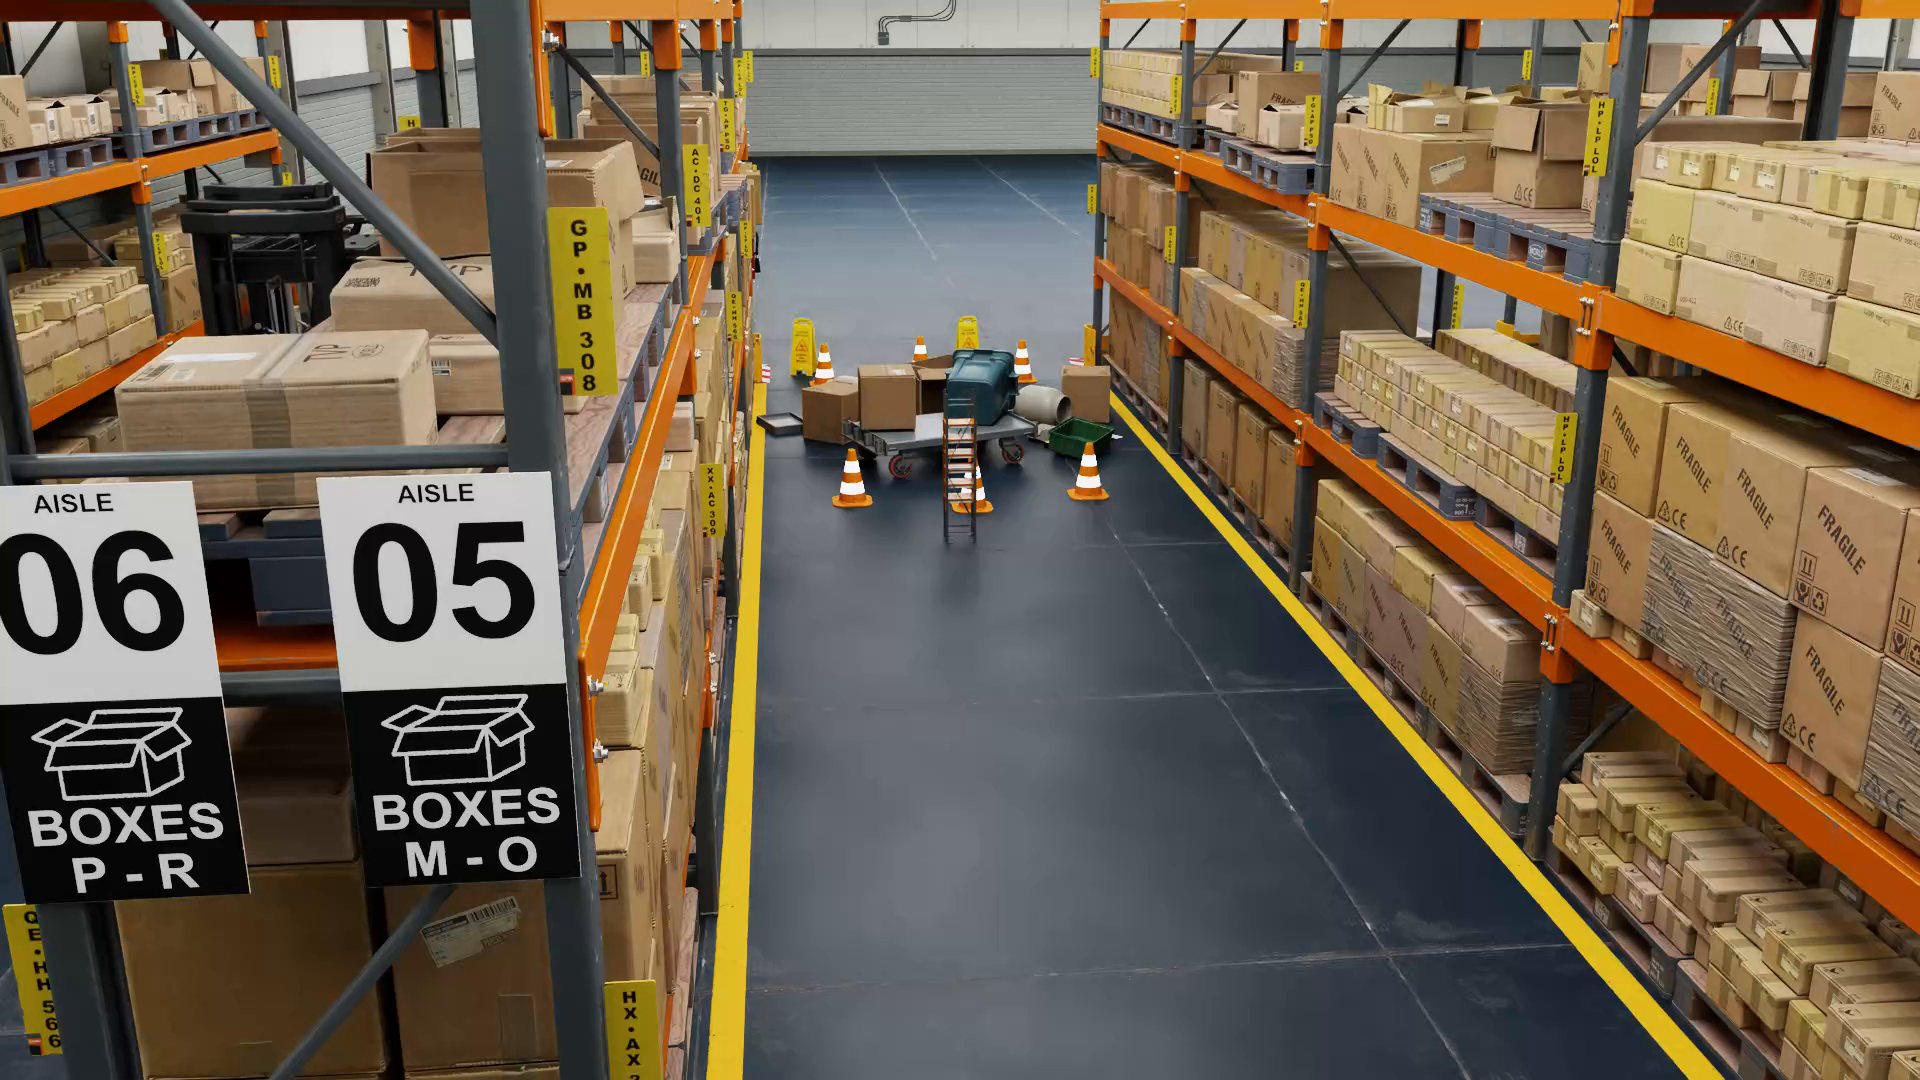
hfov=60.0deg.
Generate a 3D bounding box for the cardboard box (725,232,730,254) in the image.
[{"bbox_3d":[-2.034,-2.367,13.260,0.380,0.149,0.250,-3,18,-8],"label":"cardboard box"}]

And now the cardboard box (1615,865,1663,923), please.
[{"bbox_3d":[3.120,1.547,7.301,0.380,0.149,0.250,-2,18,-6],"label":"cardboard box"}]

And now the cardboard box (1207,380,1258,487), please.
[{"bbox_3d":[2.721,-0.924,14.167,1.050,0.750,0.750,-2,18,-6],"label":"cardboard box"}]

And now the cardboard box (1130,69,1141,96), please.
[{"bbox_3d":[2.011,-4.605,16.716,0.500,0.250,0.500,-2,18,-6],"label":"cardboard box"}]

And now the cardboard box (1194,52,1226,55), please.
[{"bbox_3d":[2.562,-4.929,17.083,0.380,0.149,0.250,-2,18,-6],"label":"cardboard box"}]

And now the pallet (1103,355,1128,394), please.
[{"bbox_3d":[2.219,-1.892,18.852,1.003,0.211,1.213,-2,18,-6],"label":"pallet"}]

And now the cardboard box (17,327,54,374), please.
[{"bbox_3d":[-6.855,-1.350,11.885,0.500,0.250,0.500,-2,18,-7],"label":"cardboard box"}]

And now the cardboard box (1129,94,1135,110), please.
[{"bbox_3d":[1.933,-4.454,16.900,0.380,0.149,0.250,-2,18,-5],"label":"cardboard box"}]

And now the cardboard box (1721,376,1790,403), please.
[{"bbox_3d":[3.614,-0.418,7.168,0.500,0.500,0.500,-2,18,-8],"label":"cardboard box"}]

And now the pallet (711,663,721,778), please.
[{"bbox_3d":[-1.900,1.038,9.517,1.003,0.211,1.213,-2,18,-6],"label":"pallet"}]

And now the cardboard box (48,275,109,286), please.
[{"bbox_3d":[-7.105,-2.041,13.419,0.380,0.149,0.250,-2,18,-6],"label":"cardboard box"}]

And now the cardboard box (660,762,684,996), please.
[{"bbox_3d":[-1.082,0.990,4.849,0.500,0.500,0.500,-2,18,-6],"label":"cardboard box"}]

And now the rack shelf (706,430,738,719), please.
[{"bbox_3d":[-1.823,0.047,9.220,1.077,0.370,4.000,-2,18,-6],"label":"rack shelf"}]

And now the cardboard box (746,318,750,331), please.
[{"bbox_3d":[-2.272,-2.096,16.399,0.380,0.149,0.250,-1,17,-2],"label":"cardboard box"}]

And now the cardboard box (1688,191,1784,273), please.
[{"bbox_3d":[3.155,-1.182,6.342,0.500,0.250,0.500,-2,18,-6],"label":"cardboard box"}]

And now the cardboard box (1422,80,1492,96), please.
[{"bbox_3d":[3.184,-2.806,10.656,0.396,0.266,0.258,-2,18,-6],"label":"cardboard box"}]

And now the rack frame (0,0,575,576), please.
[{"bbox_3d":[-1.204,-1.371,2.520,1.000,3.000,0.127,-2,18,-6],"label":"rack frame"}]

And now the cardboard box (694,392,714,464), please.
[{"bbox_3d":[-1.376,-0.365,7.495,0.500,0.500,0.500,-2,17,-5],"label":"cardboard box"}]

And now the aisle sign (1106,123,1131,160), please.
[{"bbox_3d":[1.753,-4.711,18.834,0.394,0.787,0.004,-2,18,-6],"label":"aisle sign"}]

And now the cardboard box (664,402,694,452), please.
[{"bbox_3d":[-1.268,-0.452,6.691,0.380,0.149,0.250,-2,18,-7],"label":"cardboard box"}]

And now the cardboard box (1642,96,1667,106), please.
[{"bbox_3d":[7.039,-4.343,16.579,0.380,0.149,0.250,-1,17,-4],"label":"cardboard box"}]

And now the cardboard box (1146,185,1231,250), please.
[{"bbox_3d":[2.296,-3.125,16.069,0.875,0.550,0.550,-2,18,-6],"label":"cardboard box"}]

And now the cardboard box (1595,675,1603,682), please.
[{"bbox_3d":[3.483,0.523,8.724,0.500,0.250,0.500,-3,18,-8],"label":"cardboard box"}]

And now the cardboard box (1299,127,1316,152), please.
[{"bbox_3d":[2.604,-2.814,11.648,0.380,0.166,0.250,-2,18,-6],"label":"cardboard box"}]

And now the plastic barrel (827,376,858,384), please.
[{"bbox_3d":[-1.135,-1.478,17.177,0.512,0.421,0.421,11,21,32],"label":"plastic barrel"}]

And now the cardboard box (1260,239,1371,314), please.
[{"bbox_3d":[2.739,-2.037,12.822,0.700,0.500,0.500,-2,18,-6],"label":"cardboard box"}]

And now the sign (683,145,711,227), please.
[{"bbox_3d":[-1.064,-1.433,6.732,0.100,0.325,0.005,-2,18,-6],"label":"sign"}]

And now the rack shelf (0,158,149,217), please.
[{"bbox_3d":[-7.172,-2.421,12.075,1.077,0.370,4.000,-2,18,-6],"label":"rack shelf"}]

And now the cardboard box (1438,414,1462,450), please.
[{"bbox_3d":[2.920,-0.611,9.336,0.380,0.149,0.250,-2,18,-5],"label":"cardboard box"}]

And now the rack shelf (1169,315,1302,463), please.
[{"bbox_3d":[2.678,-1.328,13.599,1.077,0.370,4.000,-2,18,-6],"label":"rack shelf"}]

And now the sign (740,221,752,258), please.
[{"bbox_3d":[-1.890,-2.654,14.691,0.100,0.325,0.005,-2,18,-6],"label":"sign"}]

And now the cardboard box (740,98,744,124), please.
[{"bbox_3d":[-2.370,-4.178,16.223,0.500,0.250,0.500,-2,18,-5],"label":"cardboard box"}]

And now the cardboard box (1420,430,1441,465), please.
[{"bbox_3d":[2.894,-0.543,9.618,0.380,0.149,0.250,-2,18,-7],"label":"cardboard box"}]

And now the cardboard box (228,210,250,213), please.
[{"bbox_3d":[-7.345,-3.220,16.678,0.380,0.149,0.250,-1,17,-4],"label":"cardboard box"}]

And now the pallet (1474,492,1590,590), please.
[{"bbox_3d":[3.363,-0.024,8.566,1.003,0.211,1.213,-2,18,-6],"label":"pallet"}]

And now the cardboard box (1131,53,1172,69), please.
[{"bbox_3d":[1.934,-4.834,16.779,0.380,0.149,0.250,-2,17,-5],"label":"cardboard box"}]

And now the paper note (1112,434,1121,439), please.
[{"bbox_3d":[1.502,-1.023,16.383,0.142,0.020,0.147,16,24,42],"label":"paper note"}]

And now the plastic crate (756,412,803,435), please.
[{"bbox_3d":[-1.788,-1.184,16.814,0.402,0.080,0.583,-8,19,-25],"label":"plastic crate"}]

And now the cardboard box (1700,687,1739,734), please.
[{"bbox_3d":[3.164,0.642,6.544,0.380,0.149,0.250,-1,17,-5],"label":"cardboard box"}]

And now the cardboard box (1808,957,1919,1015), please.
[{"bbox_3d":[3.317,1.645,5.994,0.380,0.149,0.250,-2,18,-7],"label":"cardboard box"}]

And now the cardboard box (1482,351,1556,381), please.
[{"bbox_3d":[3.473,-1.075,10.319,0.380,0.149,0.250,-1,17,-4],"label":"cardboard box"}]

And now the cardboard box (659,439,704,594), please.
[{"bbox_3d":[-1.293,-0.093,6.629,0.500,0.500,0.500,-2,18,-6],"label":"cardboard box"}]

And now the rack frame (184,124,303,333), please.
[{"bbox_3d":[-7.791,-3.121,18.110,1.000,3.000,0.127,-2,18,-6],"label":"rack frame"}]

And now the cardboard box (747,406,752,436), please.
[{"bbox_3d":[-2.234,-1.156,15.742,0.500,0.250,0.500,-3,18,-8],"label":"cardboard box"}]

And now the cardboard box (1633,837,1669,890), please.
[{"bbox_3d":[3.192,1.397,7.282,0.380,0.149,0.250,-2,18,-6],"label":"cardboard box"}]

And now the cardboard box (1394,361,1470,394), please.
[{"bbox_3d":[2.847,-0.983,10.025,0.380,0.149,0.250,-1,17,-3],"label":"cardboard box"}]

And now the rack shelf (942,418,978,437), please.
[{"bbox_3d":[-0.002,-0.878,12.917,0.258,0.103,0.180,-2,18,-6],"label":"rack shelf"}]

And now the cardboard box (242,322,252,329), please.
[{"bbox_3d":[-7.313,-2.057,16.941,0.500,0.250,0.500,-2,17,-5],"label":"cardboard box"}]

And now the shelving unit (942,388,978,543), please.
[{"bbox_3d":[-0.002,-0.577,13.011,0.258,1.200,0.189,-2,18,-6],"label":"shelving unit"}]

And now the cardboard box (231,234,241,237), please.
[{"bbox_3d":[-7.320,-3.002,16.482,0.380,0.149,0.250,-2,18,-5],"label":"cardboard box"}]

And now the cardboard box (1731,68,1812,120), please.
[{"bbox_3d":[7.366,-3.927,14.798,0.797,0.503,0.637,-3,18,-8],"label":"cardboard box"}]

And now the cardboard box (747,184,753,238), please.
[{"bbox_3d":[-2.302,-3.041,15.523,0.700,0.500,0.500,-2,18,-5],"label":"cardboard box"}]

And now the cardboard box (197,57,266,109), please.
[{"bbox_3d":[-7.503,-4.723,17.172,0.500,0.500,0.500,-1,17,-4],"label":"cardboard box"}]

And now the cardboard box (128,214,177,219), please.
[{"bbox_3d":[-7.942,-3.123,16.370,0.380,0.149,0.250,-2,18,-7],"label":"cardboard box"}]

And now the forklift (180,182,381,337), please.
[{"bbox_3d":[-4.479,-1.009,11.498,1.130,2.935,3.031,-2,18,-5],"label":"forklift"}]

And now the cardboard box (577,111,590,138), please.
[{"bbox_3d":[-2.653,-3.157,12.766,0.500,0.250,0.500,-2,18,-6],"label":"cardboard box"}]

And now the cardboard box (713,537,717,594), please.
[{"bbox_3d":[-1.454,0.078,8.171,0.500,0.250,0.500,-2,18,-7],"label":"cardboard box"}]

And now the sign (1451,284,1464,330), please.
[{"bbox_3d":[3.423,-1.609,11.494,0.100,0.325,0.005,-2,18,-6],"label":"sign"}]

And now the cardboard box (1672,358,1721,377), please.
[{"bbox_3d":[7.414,-1.518,16.476,0.500,0.500,0.500,-2,18,-7],"label":"cardboard box"}]
